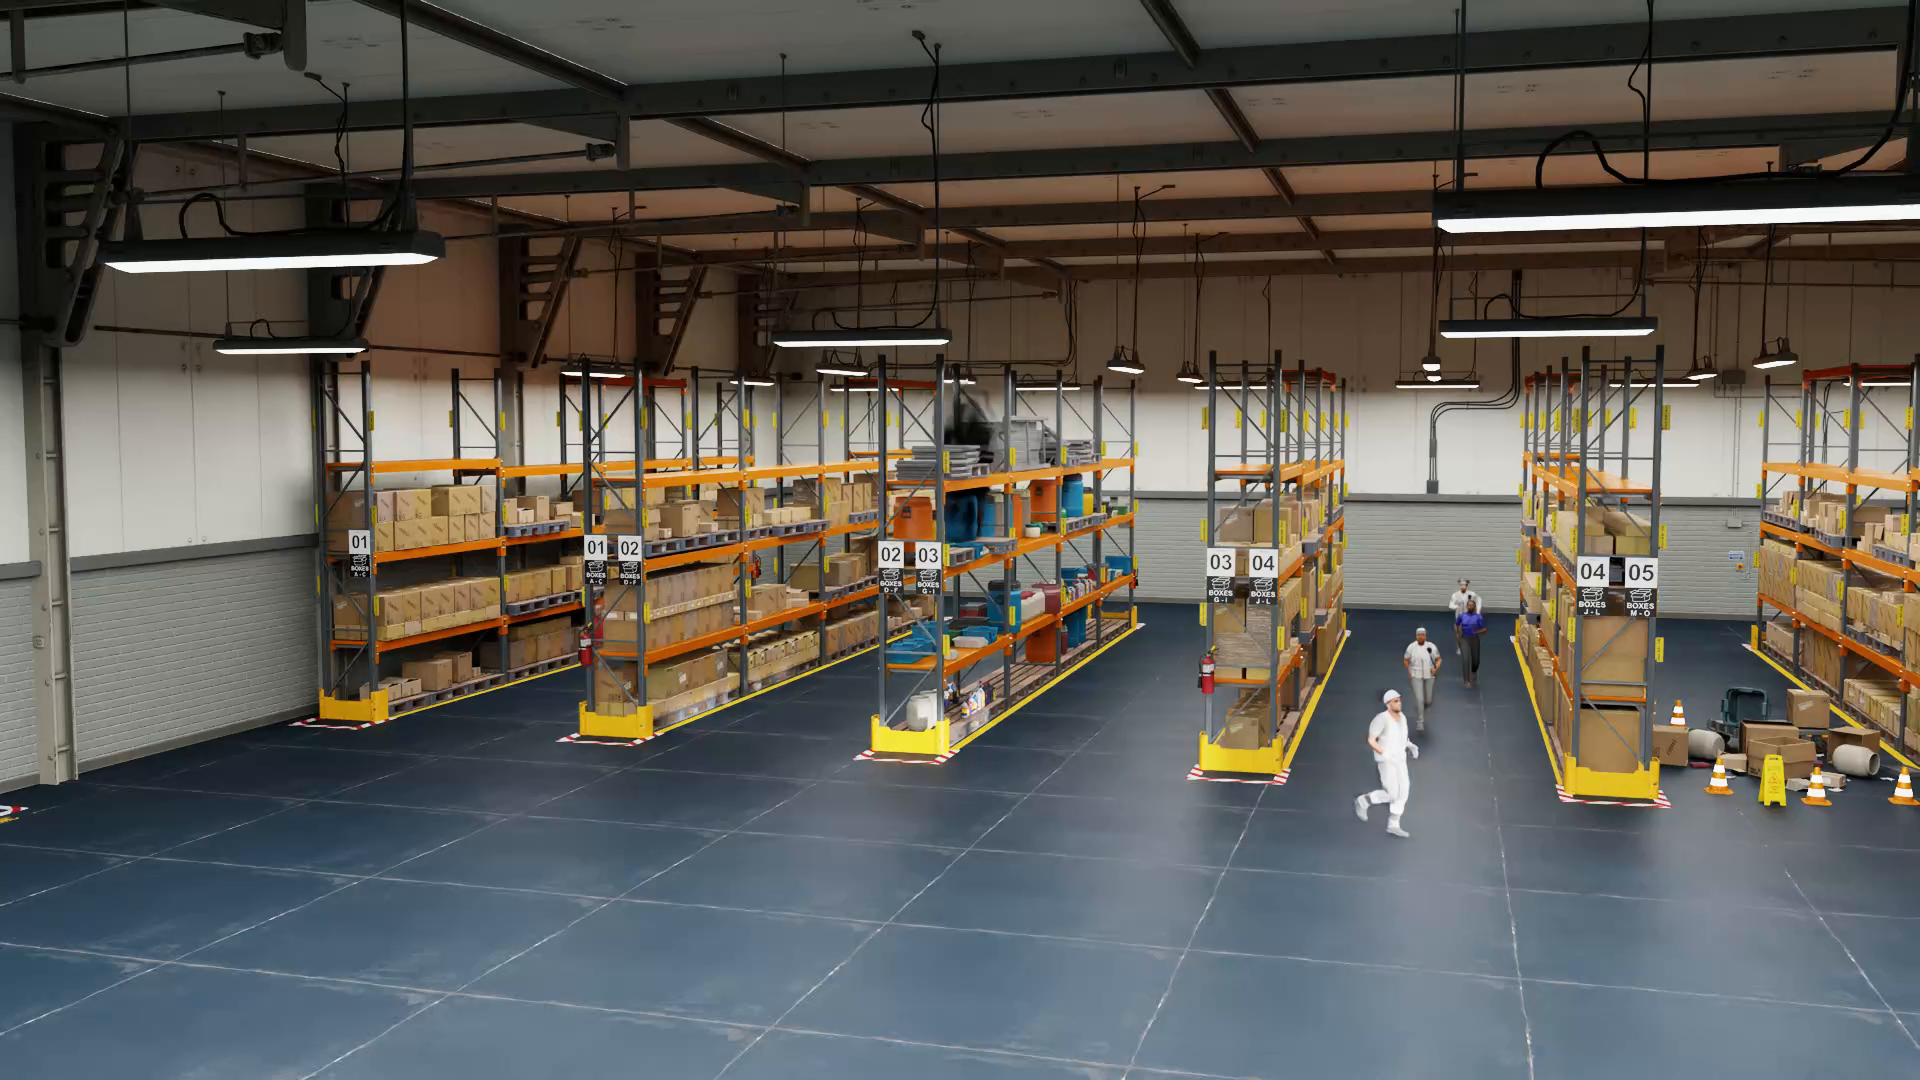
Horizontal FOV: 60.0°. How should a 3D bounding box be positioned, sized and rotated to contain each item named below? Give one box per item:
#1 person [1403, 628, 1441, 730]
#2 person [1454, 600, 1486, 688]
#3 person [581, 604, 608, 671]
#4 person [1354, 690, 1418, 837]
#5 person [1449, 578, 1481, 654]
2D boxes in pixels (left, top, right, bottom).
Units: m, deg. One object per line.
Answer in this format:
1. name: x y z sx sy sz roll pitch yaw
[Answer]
1. person: 7.563 2.255 27.218 0.603 1.651 0.583 1 4 12
2. person: 9.610 1.940 31.351 0.587 1.627 0.871 1 4 16
3. person: -6.485 2.009 29.834 0.664 1.725 0.954 1 4 7
4. person: 5.207 2.689 20.253 0.657 1.764 0.700 -3 5 -38
5. person: 10.624 1.660 35.017 0.605 1.729 0.867 2 4 22
